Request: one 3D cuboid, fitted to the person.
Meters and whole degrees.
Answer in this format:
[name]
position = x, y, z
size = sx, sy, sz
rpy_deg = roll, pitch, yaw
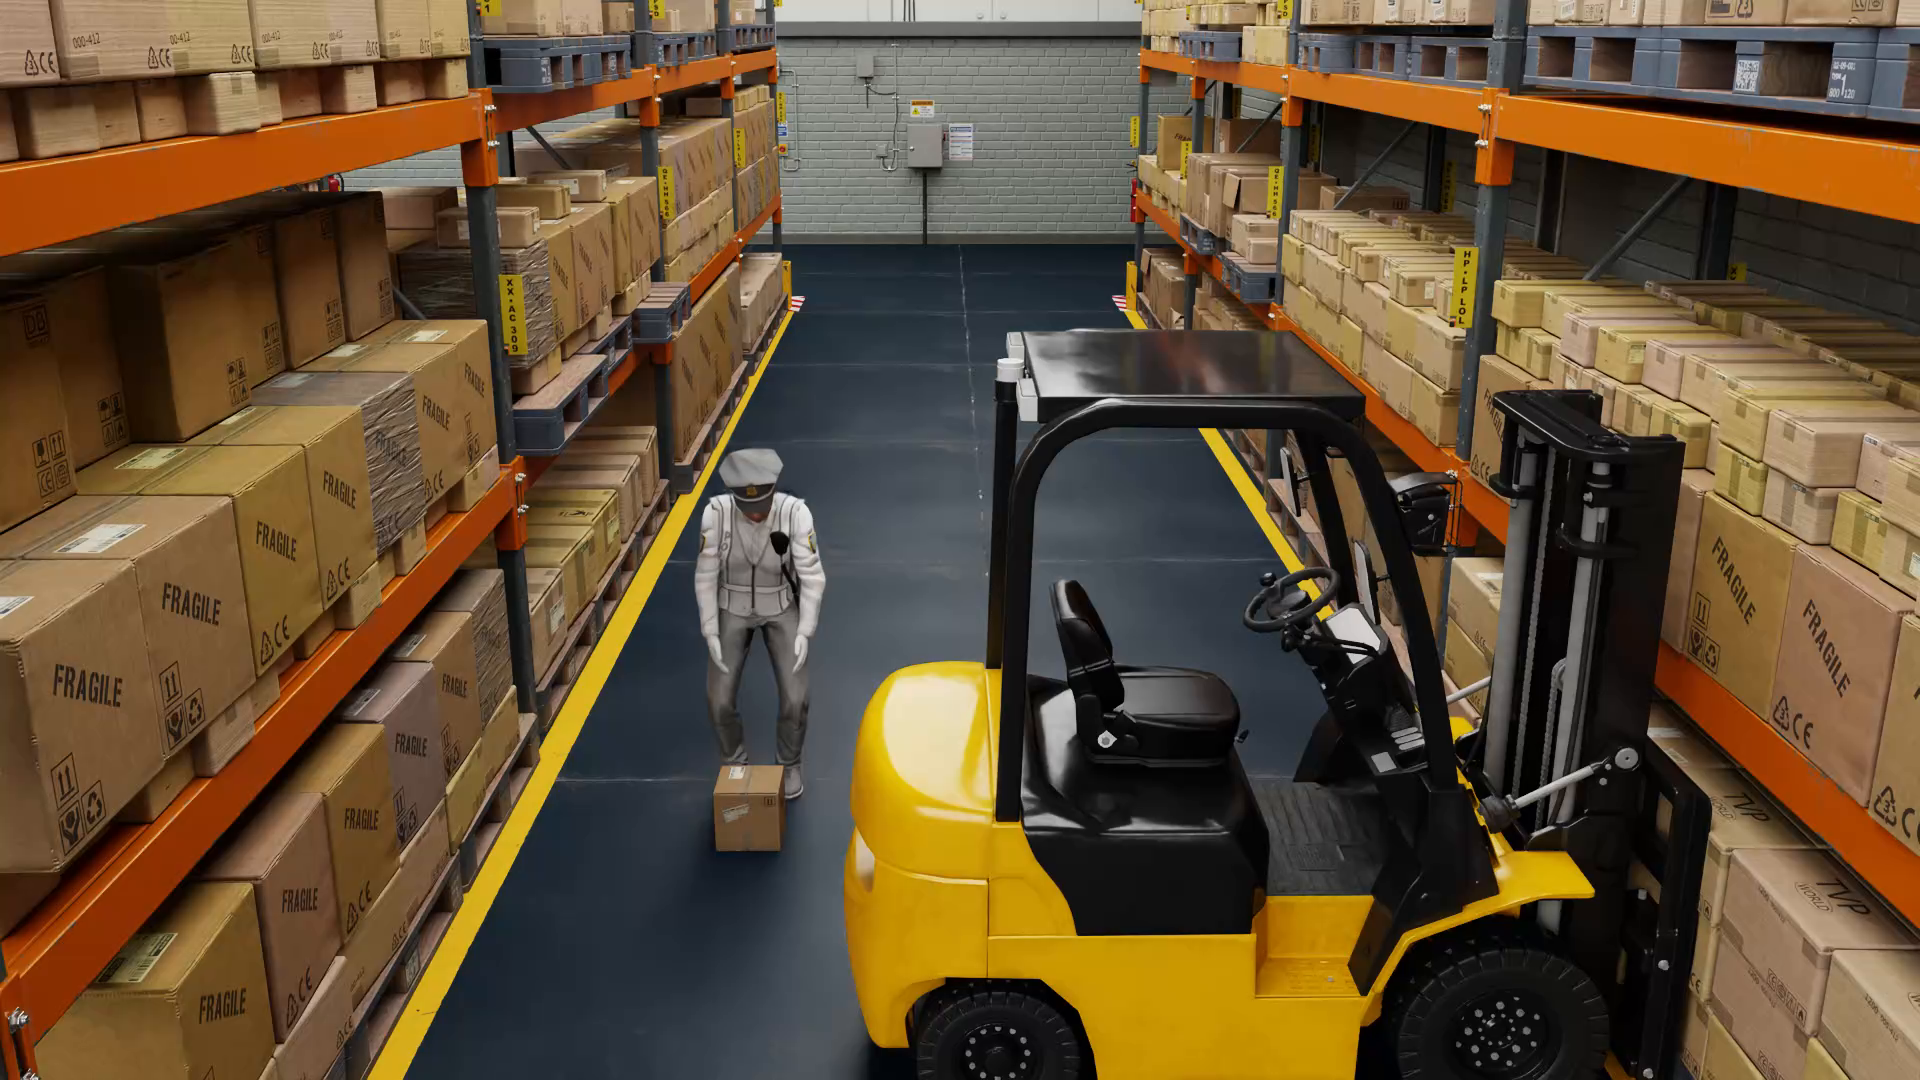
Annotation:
[person]
position = -0.804, 0.336, 6.761
size = 0.529, 1.501, 0.612
rpy_deg = 0, 17, 0
